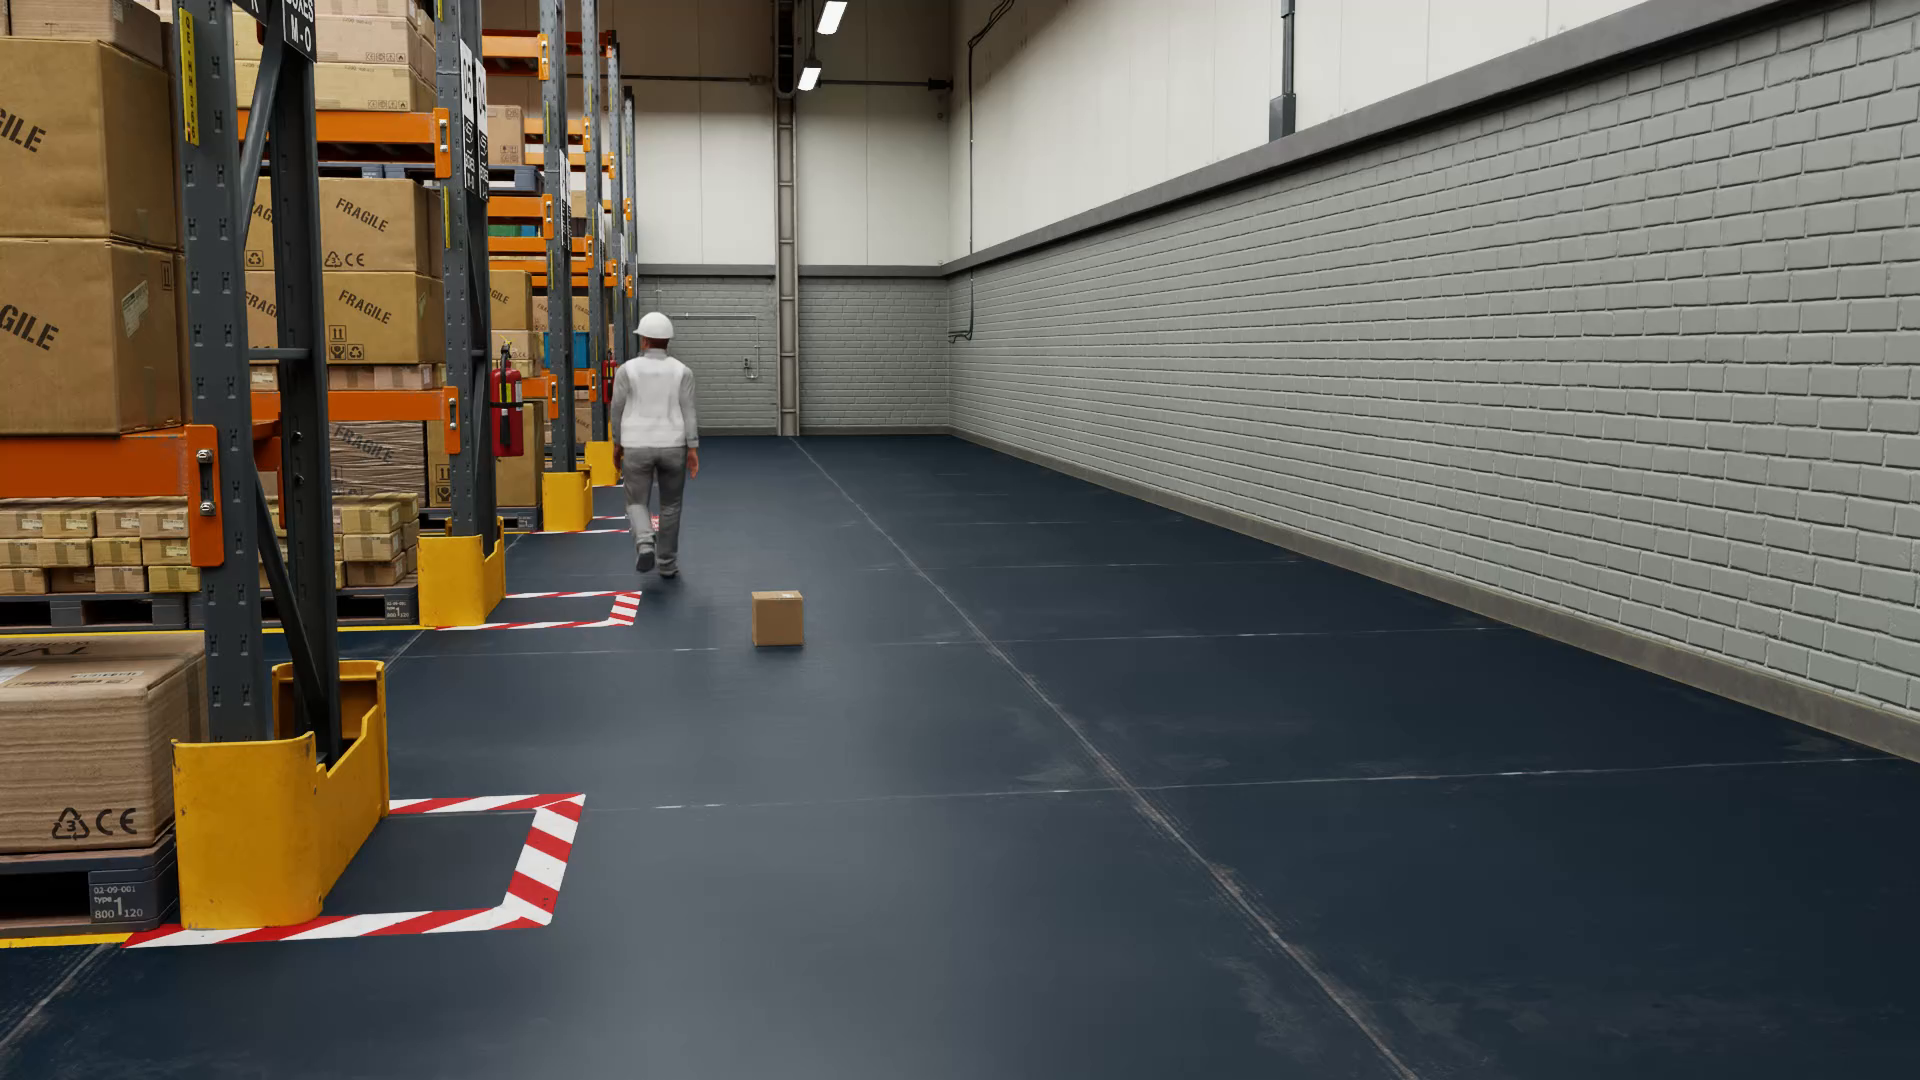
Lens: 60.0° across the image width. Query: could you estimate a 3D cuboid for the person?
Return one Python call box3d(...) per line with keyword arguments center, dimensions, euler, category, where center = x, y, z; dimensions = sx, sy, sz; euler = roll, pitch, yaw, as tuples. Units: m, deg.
box3d(center=(-2.008, -0.615, 10.946), dimensions=(0.566, 1.750, 0.807), euler=(-1, 7, -10), category="person")
